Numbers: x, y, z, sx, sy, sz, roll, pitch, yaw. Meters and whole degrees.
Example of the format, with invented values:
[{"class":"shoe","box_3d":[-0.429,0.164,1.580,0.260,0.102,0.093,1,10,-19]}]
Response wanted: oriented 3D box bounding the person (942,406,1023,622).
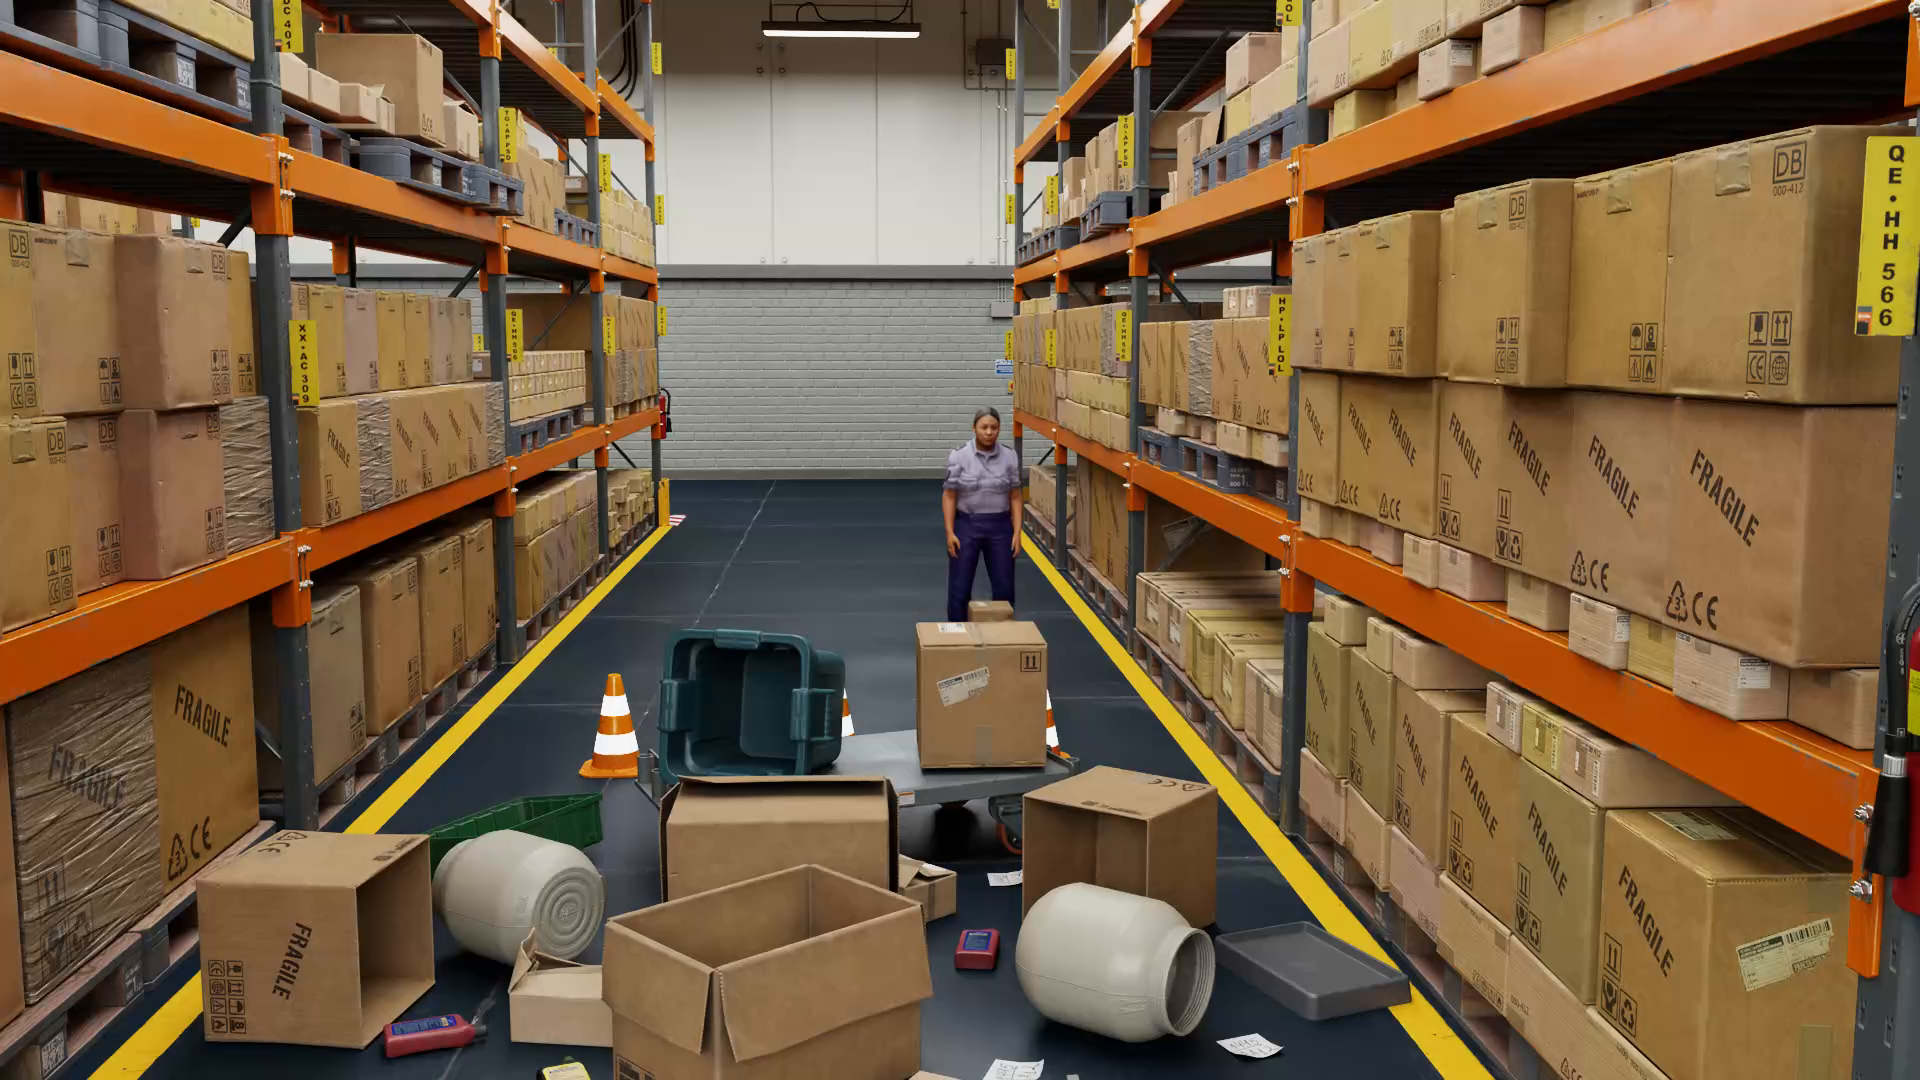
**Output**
[{"class":"person","box_3d":[0.134,-0.009,10.348,0.532,1.654,0.368,-1,7,-8]}]
